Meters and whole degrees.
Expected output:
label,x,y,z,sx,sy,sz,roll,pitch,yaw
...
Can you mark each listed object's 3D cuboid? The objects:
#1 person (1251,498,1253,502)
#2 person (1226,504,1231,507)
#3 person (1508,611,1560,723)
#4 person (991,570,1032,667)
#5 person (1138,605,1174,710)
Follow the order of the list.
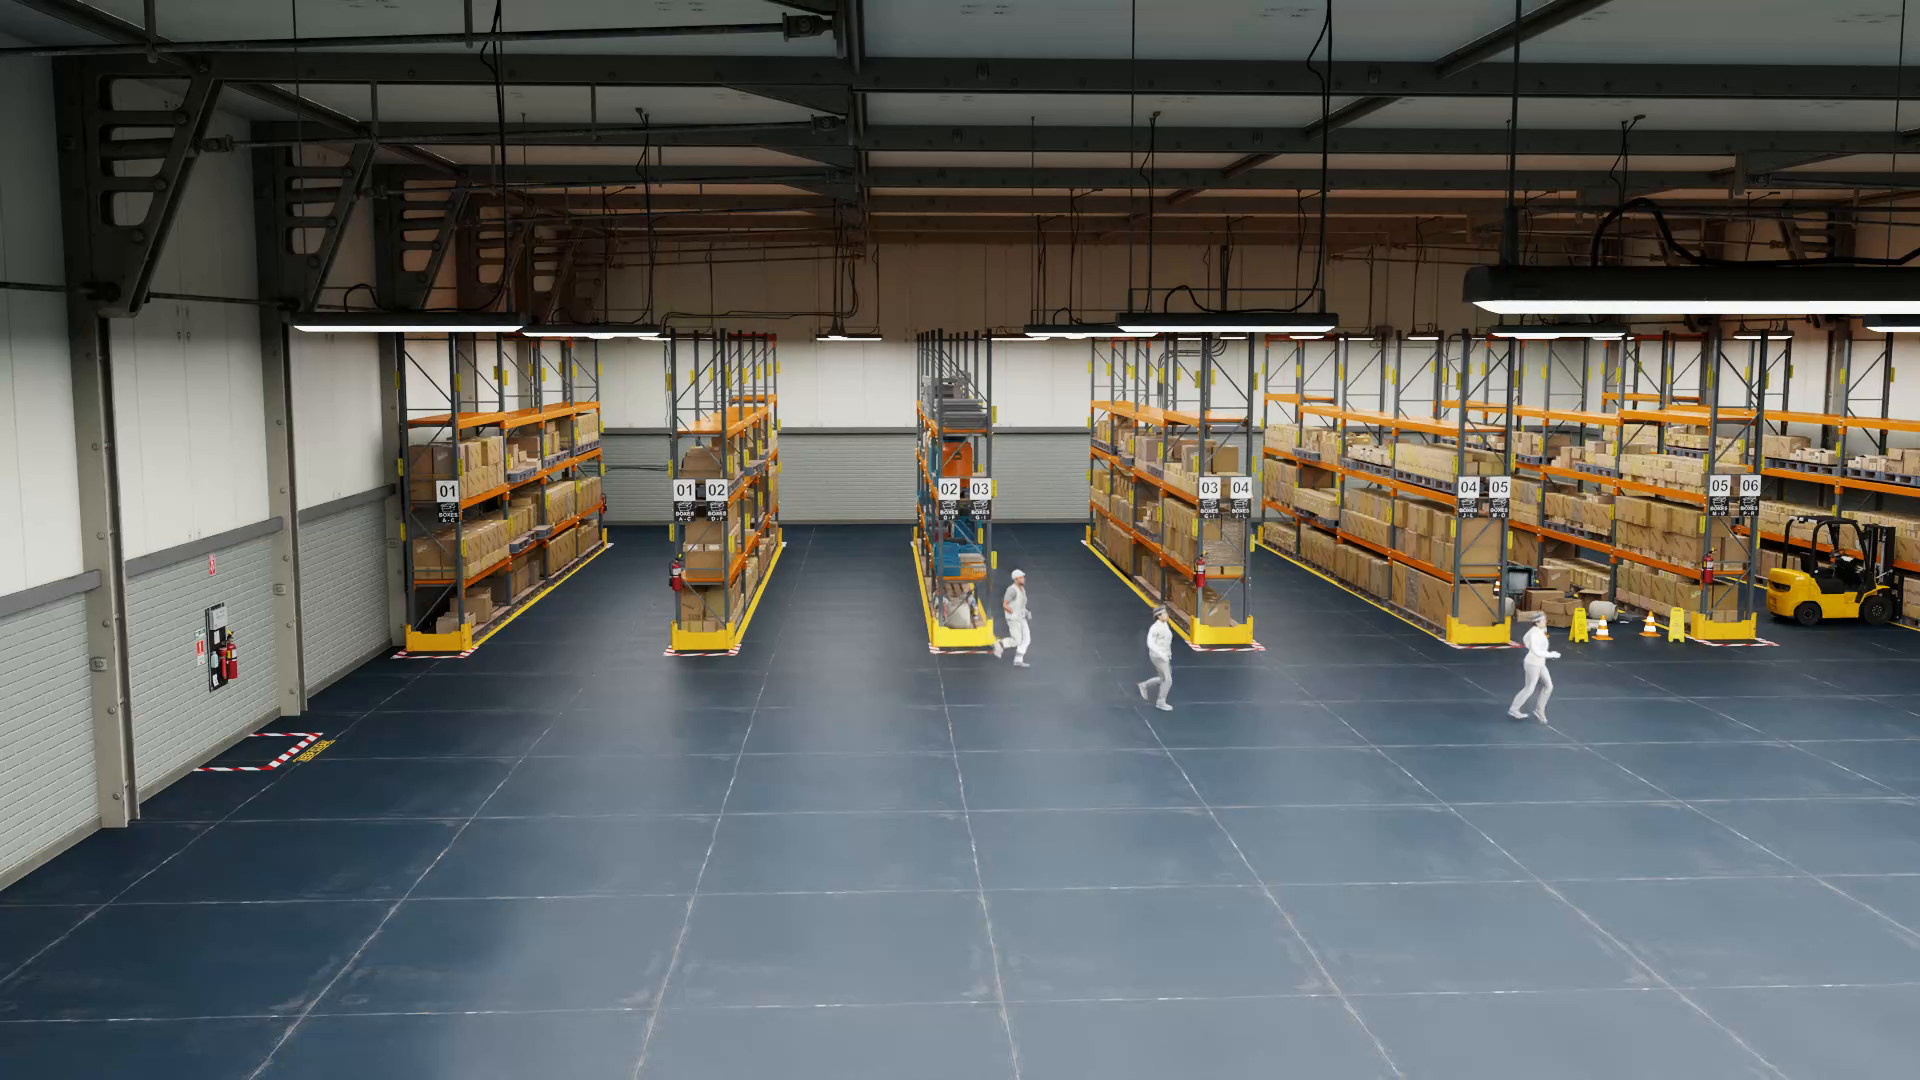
label,x,y,z,sx,sy,sz,roll,pitch,yaw
person,8.256,-0.725,48.891,0.661,1.462,0.620,-3,7,-20
person,7.408,-0.705,47.361,0.733,1.709,0.570,3,7,21
person,8.726,1.941,25.198,0.711,1.764,0.632,4,8,28
person,0.928,1.384,29.589,0.714,1.736,0.652,4,8,29
person,3.092,1.829,26.187,0.586,1.659,0.648,3,7,25
